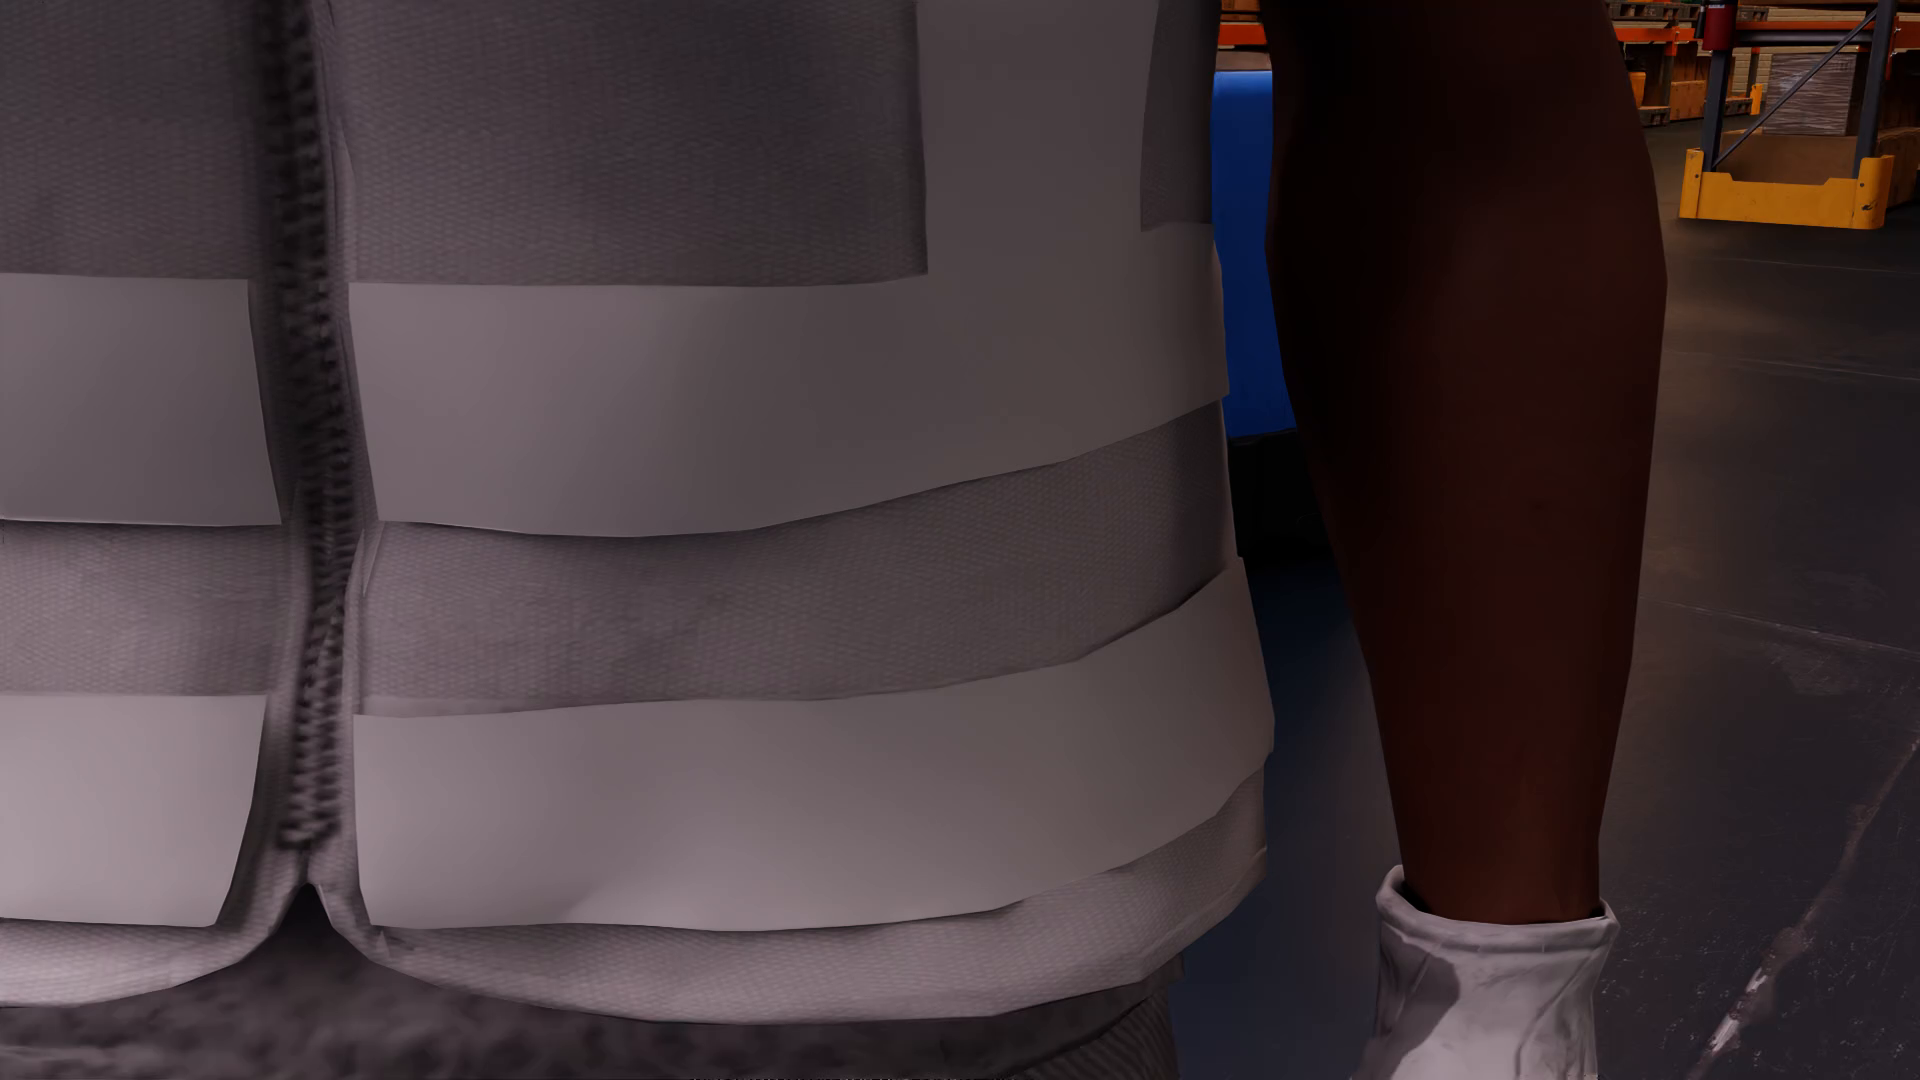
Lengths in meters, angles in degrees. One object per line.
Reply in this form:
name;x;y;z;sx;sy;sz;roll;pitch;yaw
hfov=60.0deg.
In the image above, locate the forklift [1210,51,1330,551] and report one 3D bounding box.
forklift;-0.532;-1.304;3.191;3.031;2.935;1.130;-10;19;-29
